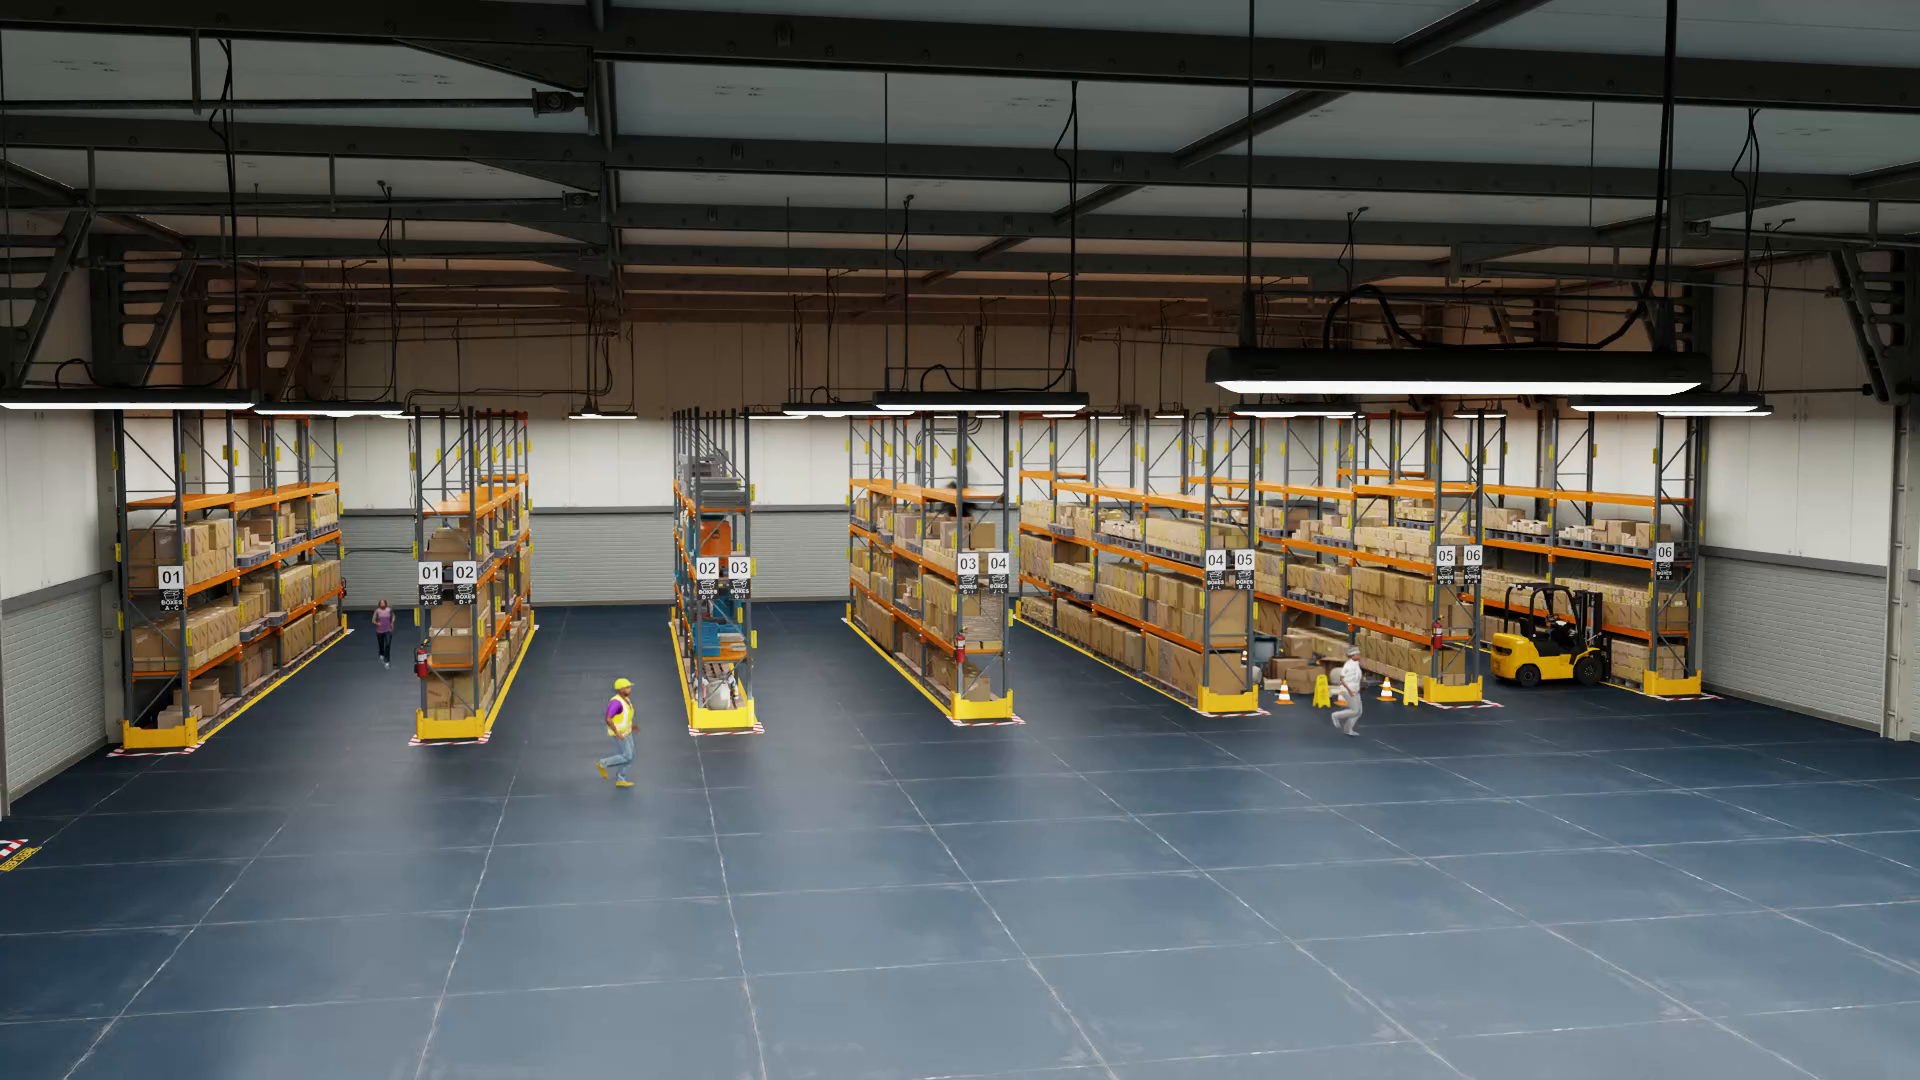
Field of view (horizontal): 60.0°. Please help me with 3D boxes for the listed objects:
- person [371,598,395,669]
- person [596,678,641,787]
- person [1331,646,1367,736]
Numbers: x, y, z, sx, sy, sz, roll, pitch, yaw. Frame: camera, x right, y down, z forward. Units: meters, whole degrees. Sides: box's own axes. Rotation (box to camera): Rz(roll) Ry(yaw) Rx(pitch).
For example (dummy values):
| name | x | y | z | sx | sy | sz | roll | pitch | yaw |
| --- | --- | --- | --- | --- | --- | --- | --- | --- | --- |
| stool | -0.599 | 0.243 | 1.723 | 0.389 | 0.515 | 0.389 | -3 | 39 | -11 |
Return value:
| name | x | y | z | sx | sy | sz | roll | pitch | yaw |
| --- | --- | --- | --- | --- | --- | --- | --- | --- | --- |
| person | -13.446 | 2.159 | 38.798 | 0.538 | 1.605 | 0.851 | -2 | 4 | -23 |
| person | -5.370 | 3.019 | 26.072 | 0.620 | 1.711 | 0.689 | 1 | 4 | 8 |
| person | 7.118 | 2.751 | 30.387 | 0.590 | 1.646 | 0.561 | 3 | 5 | 34 |
